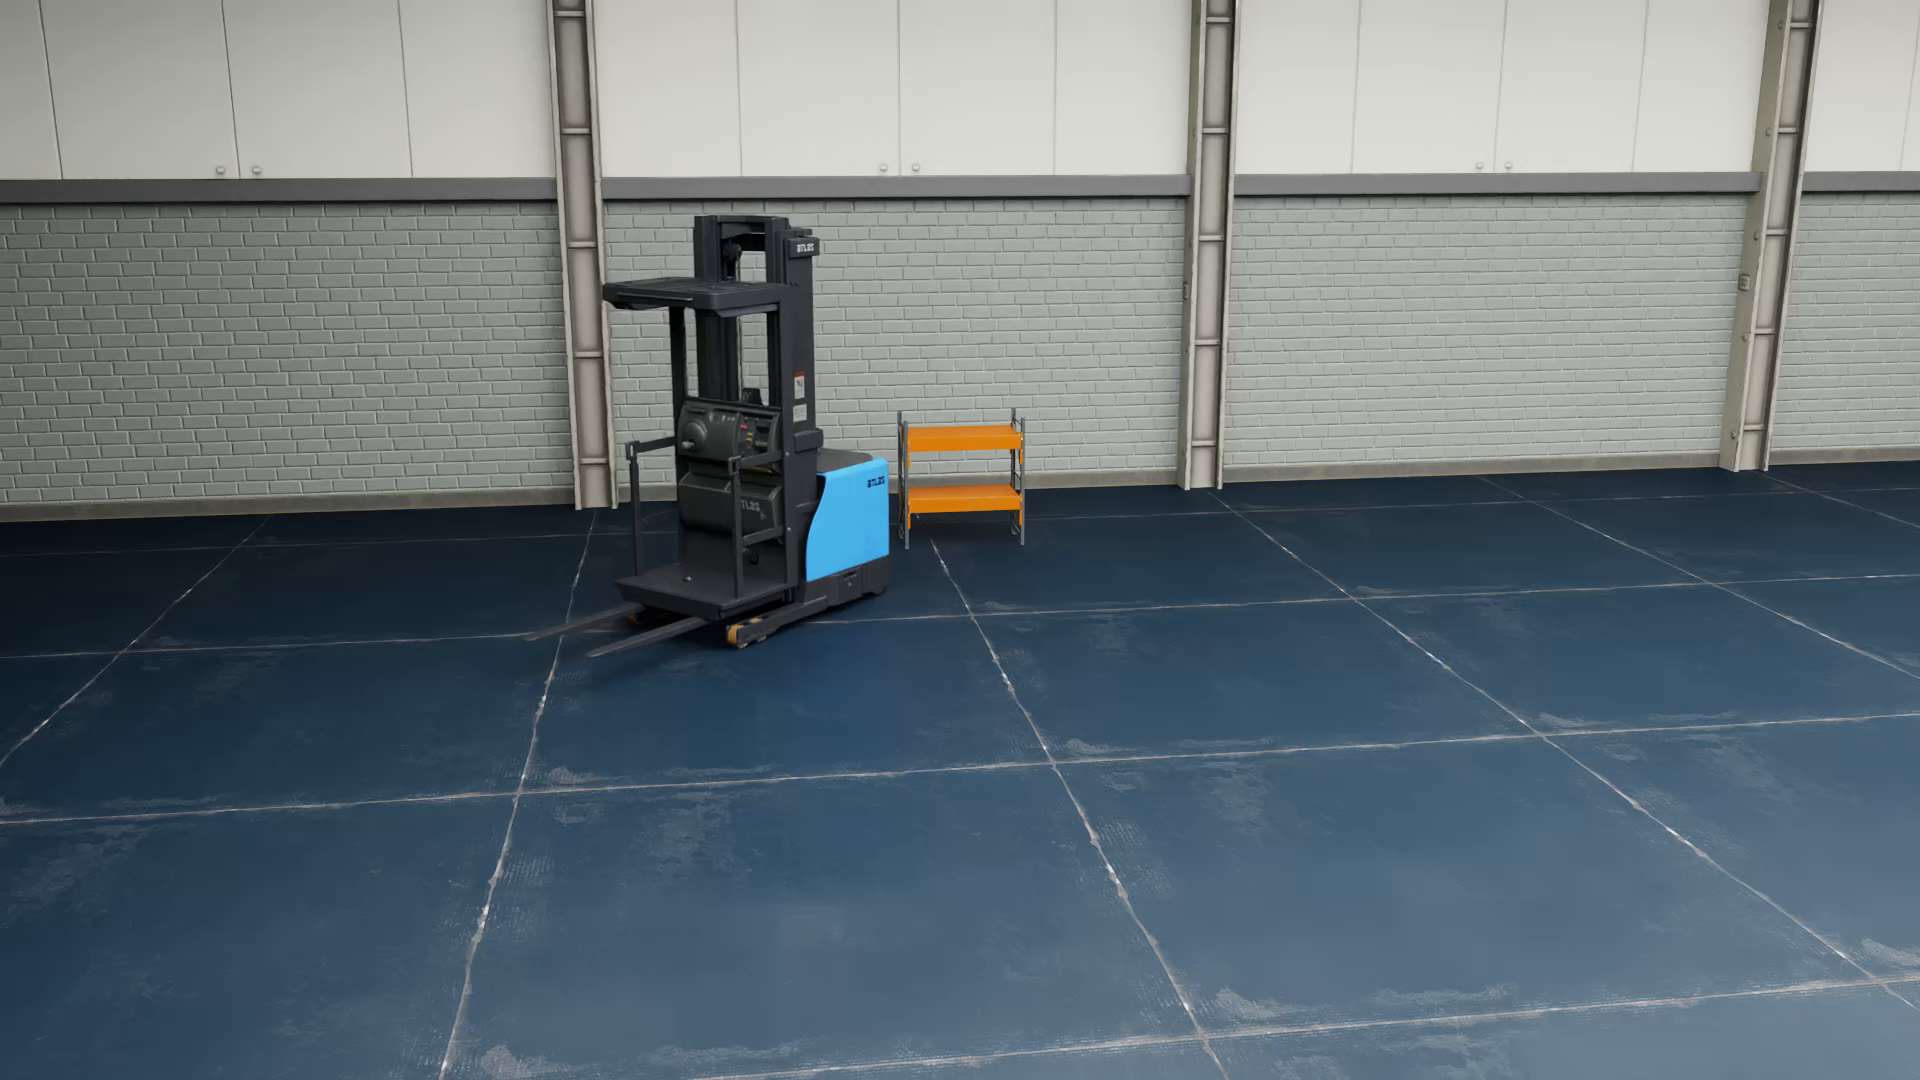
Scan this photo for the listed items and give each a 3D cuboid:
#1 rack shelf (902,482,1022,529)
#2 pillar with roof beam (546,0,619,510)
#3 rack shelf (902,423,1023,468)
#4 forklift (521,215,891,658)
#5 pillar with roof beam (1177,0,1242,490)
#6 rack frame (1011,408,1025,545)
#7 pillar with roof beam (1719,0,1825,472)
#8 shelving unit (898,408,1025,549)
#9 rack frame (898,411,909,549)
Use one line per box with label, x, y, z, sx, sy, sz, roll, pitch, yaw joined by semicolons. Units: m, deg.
rack shelf;0.007;-0.309;14.645;1.000;0.278;0.538;-2;14;-8
pillar with roof beam;-2.859;-3.661;10.820;0.400;9.000;9.100;-2;14;-8
rack shelf;0.007;-0.830;14.515;1.000;0.278;0.538;-2;14;-8
forklift;-1.799;-0.793;11.860;1.130;2.935;3.031;10;17;34
pillar with roof beam;3.074;-3.878;11.687;0.400;9.000;9.100;-2;14;-8
rack frame;0.509;-0.564;14.659;0.032;1.125;0.500;-2;14;-8
pillar with roof beam;9.007;-4.096;12.554;0.400;9.000;9.100;-2;14;-8
shelving unit;0.007;-0.546;14.586;1.048;1.125;0.538;-2;14;-8
rack frame;-0.496;-0.527;14.513;0.032;1.125;0.500;-2;14;-8
